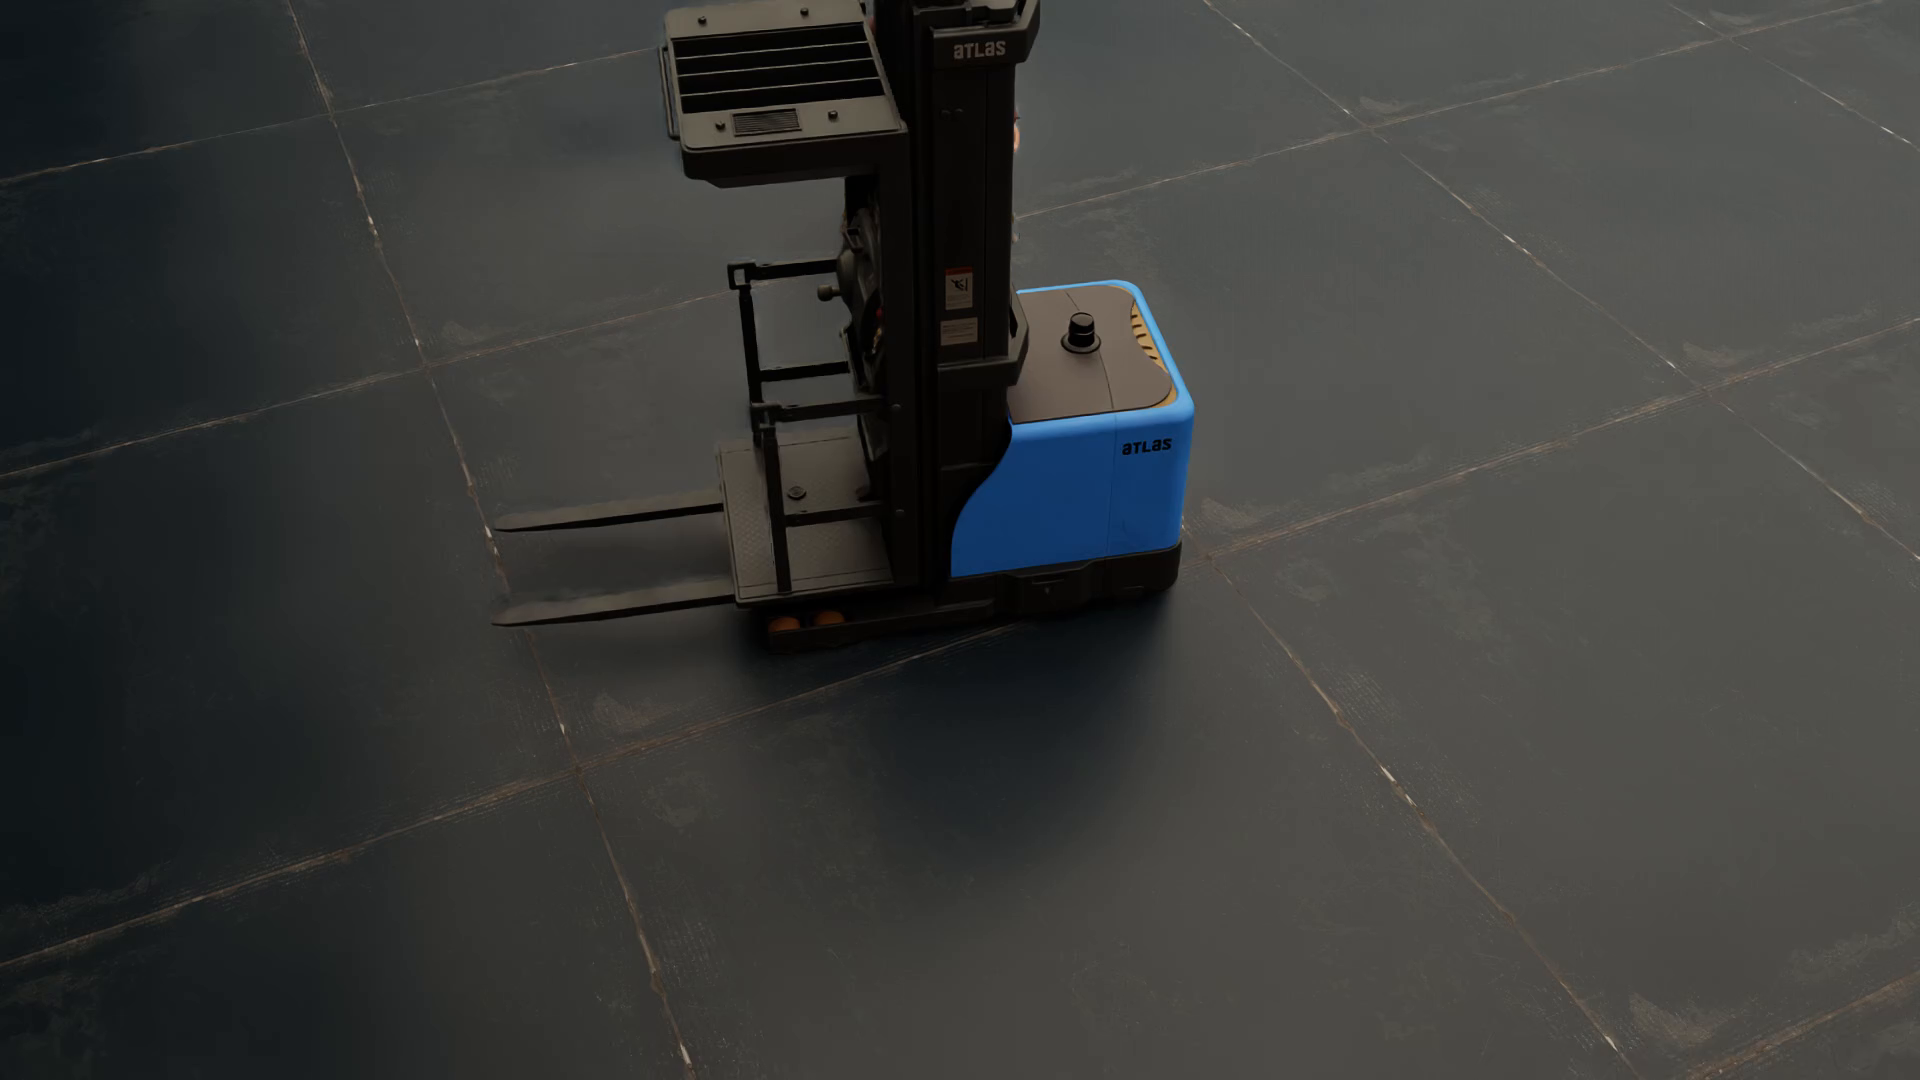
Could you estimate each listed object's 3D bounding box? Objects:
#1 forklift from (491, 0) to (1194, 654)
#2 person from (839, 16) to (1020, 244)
[{"bbox_3d":[-0.580,-0.966,6.715,3.031,2.935,1.130,-7,44,-8],"label":"forklift"},{"bbox_3d":[-0.152,-2.327,9.231,1.118,1.731,0.614,12,44,12],"label":"person"}]
